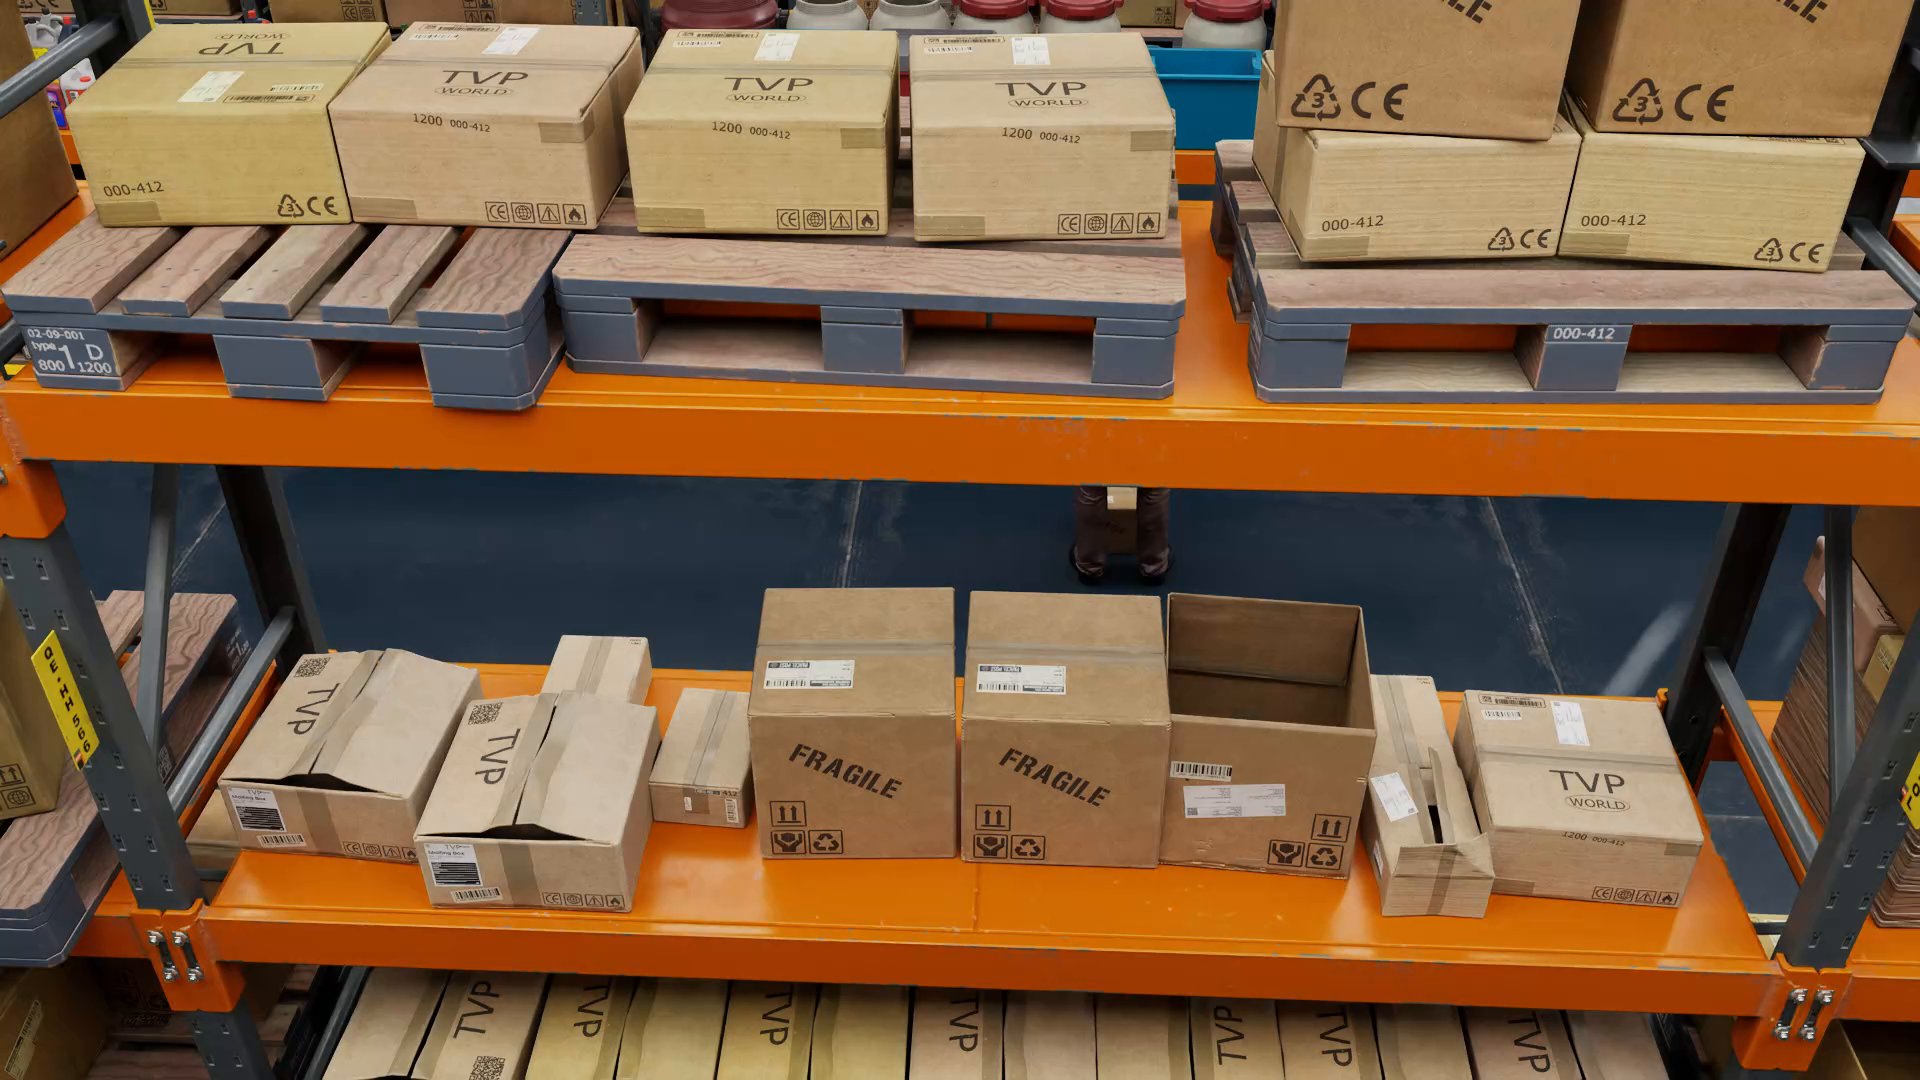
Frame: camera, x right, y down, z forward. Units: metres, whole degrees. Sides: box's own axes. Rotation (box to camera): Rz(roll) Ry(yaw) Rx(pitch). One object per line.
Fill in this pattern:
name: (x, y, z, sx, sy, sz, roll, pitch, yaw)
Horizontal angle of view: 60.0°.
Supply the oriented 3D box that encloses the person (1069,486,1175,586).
person: (0.678, -0.550, 6.938, 0.590, 1.722, 0.416, 0, 35, 0)
